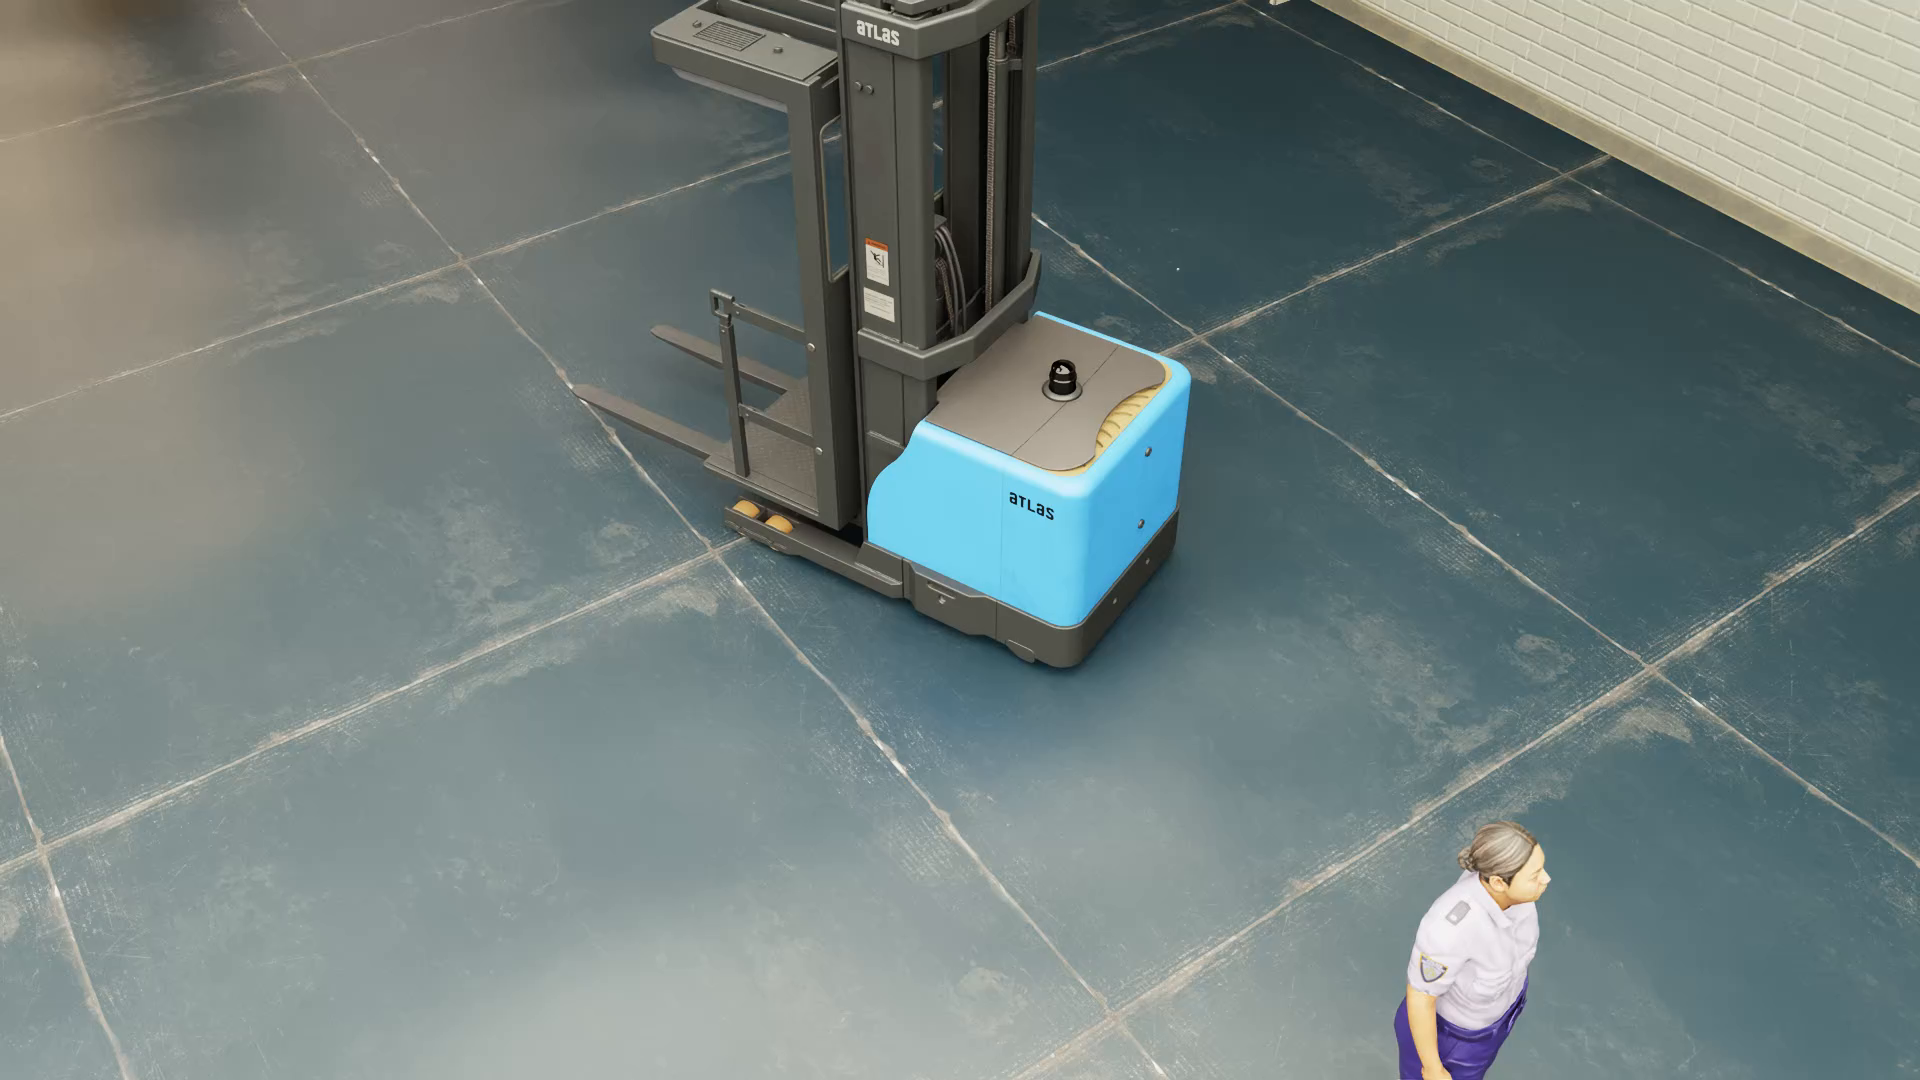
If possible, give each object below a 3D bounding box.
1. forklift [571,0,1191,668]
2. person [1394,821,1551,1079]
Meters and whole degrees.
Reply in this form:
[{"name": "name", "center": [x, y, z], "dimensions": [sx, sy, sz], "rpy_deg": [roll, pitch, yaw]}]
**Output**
[{"name": "forklift", "center": [-0.511, -1.302, 7.129], "dimensions": [3.031, 2.935, 1.130], "rpy_deg": [24, 48, 24]}, {"name": "person", "center": [1.585, 1.499, 5.025], "dimensions": [0.502, 1.651, 0.598], "rpy_deg": [31, 51, 29]}]
